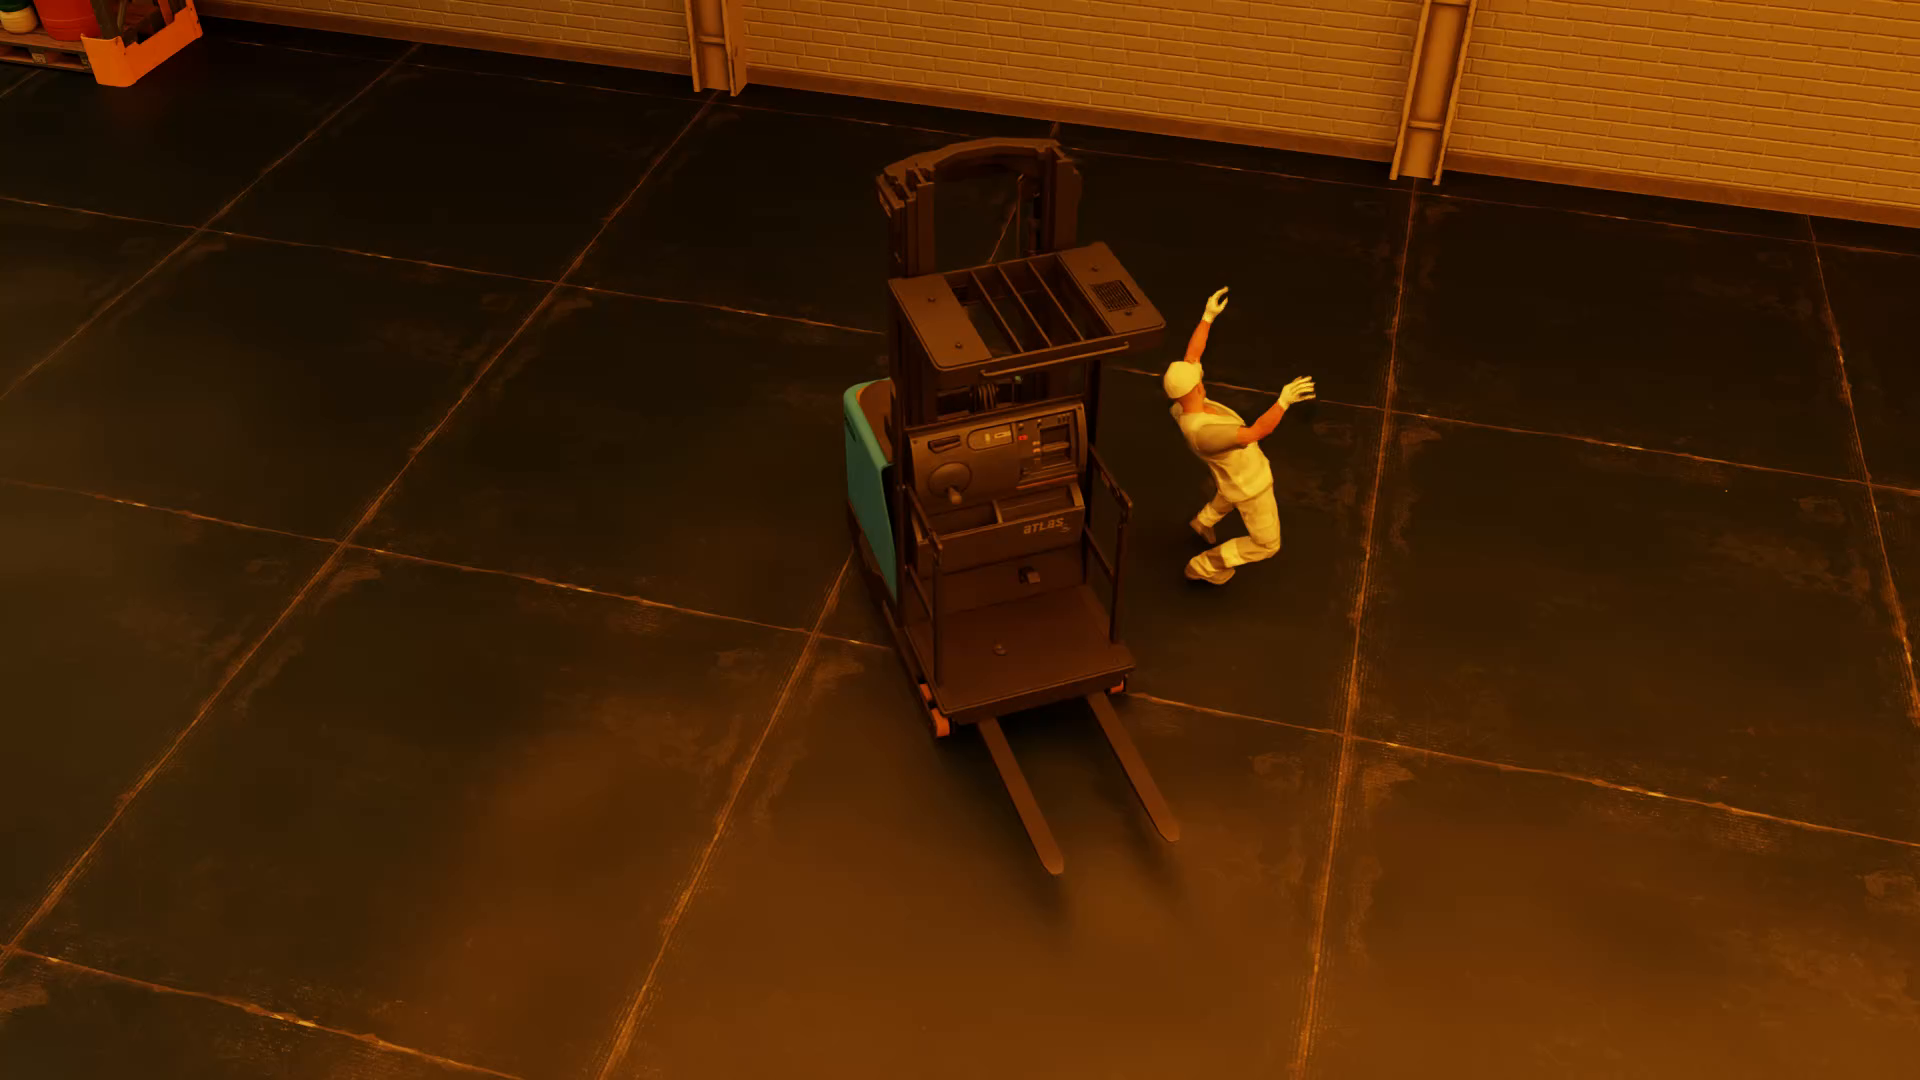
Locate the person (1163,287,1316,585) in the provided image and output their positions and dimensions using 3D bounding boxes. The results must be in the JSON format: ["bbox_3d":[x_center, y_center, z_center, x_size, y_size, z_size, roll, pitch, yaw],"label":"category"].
[{"bbox_3d":[1.475,-0.487,9.397,0.772,1.640,0.987,-6,42,-7],"label":"person"}]

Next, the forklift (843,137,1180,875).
[{"bbox_3d":[0.271,-0.353,8.264,1.130,2.935,3.031,-13,43,-14],"label":"forklift"}]
